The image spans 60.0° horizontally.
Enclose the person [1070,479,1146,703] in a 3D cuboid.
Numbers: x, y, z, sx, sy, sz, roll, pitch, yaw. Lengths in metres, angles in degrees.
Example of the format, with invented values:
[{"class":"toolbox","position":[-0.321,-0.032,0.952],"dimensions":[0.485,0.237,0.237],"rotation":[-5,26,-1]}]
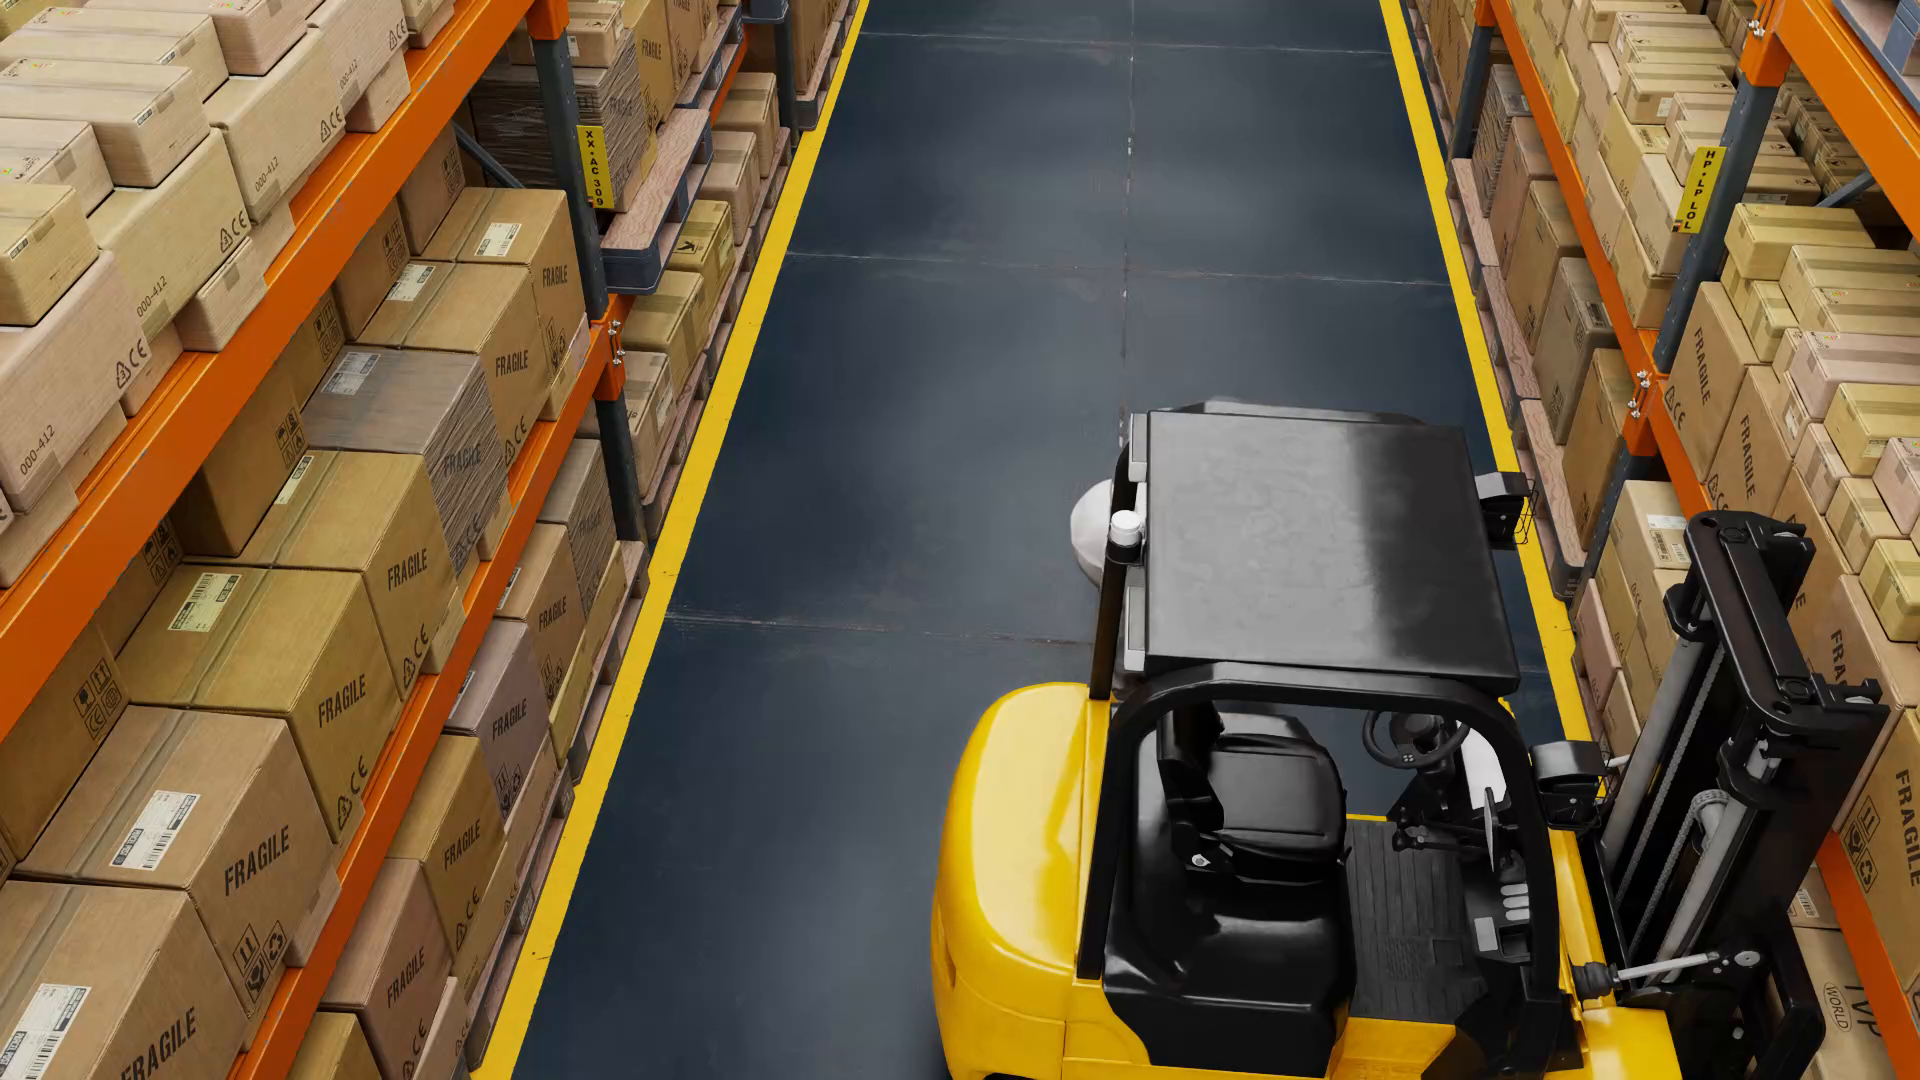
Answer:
[{"class":"person","position":[0.876,0.158,6.419],"dimensions":[0.919,1.087,0.443],"rotation":[1,40,2]}]
